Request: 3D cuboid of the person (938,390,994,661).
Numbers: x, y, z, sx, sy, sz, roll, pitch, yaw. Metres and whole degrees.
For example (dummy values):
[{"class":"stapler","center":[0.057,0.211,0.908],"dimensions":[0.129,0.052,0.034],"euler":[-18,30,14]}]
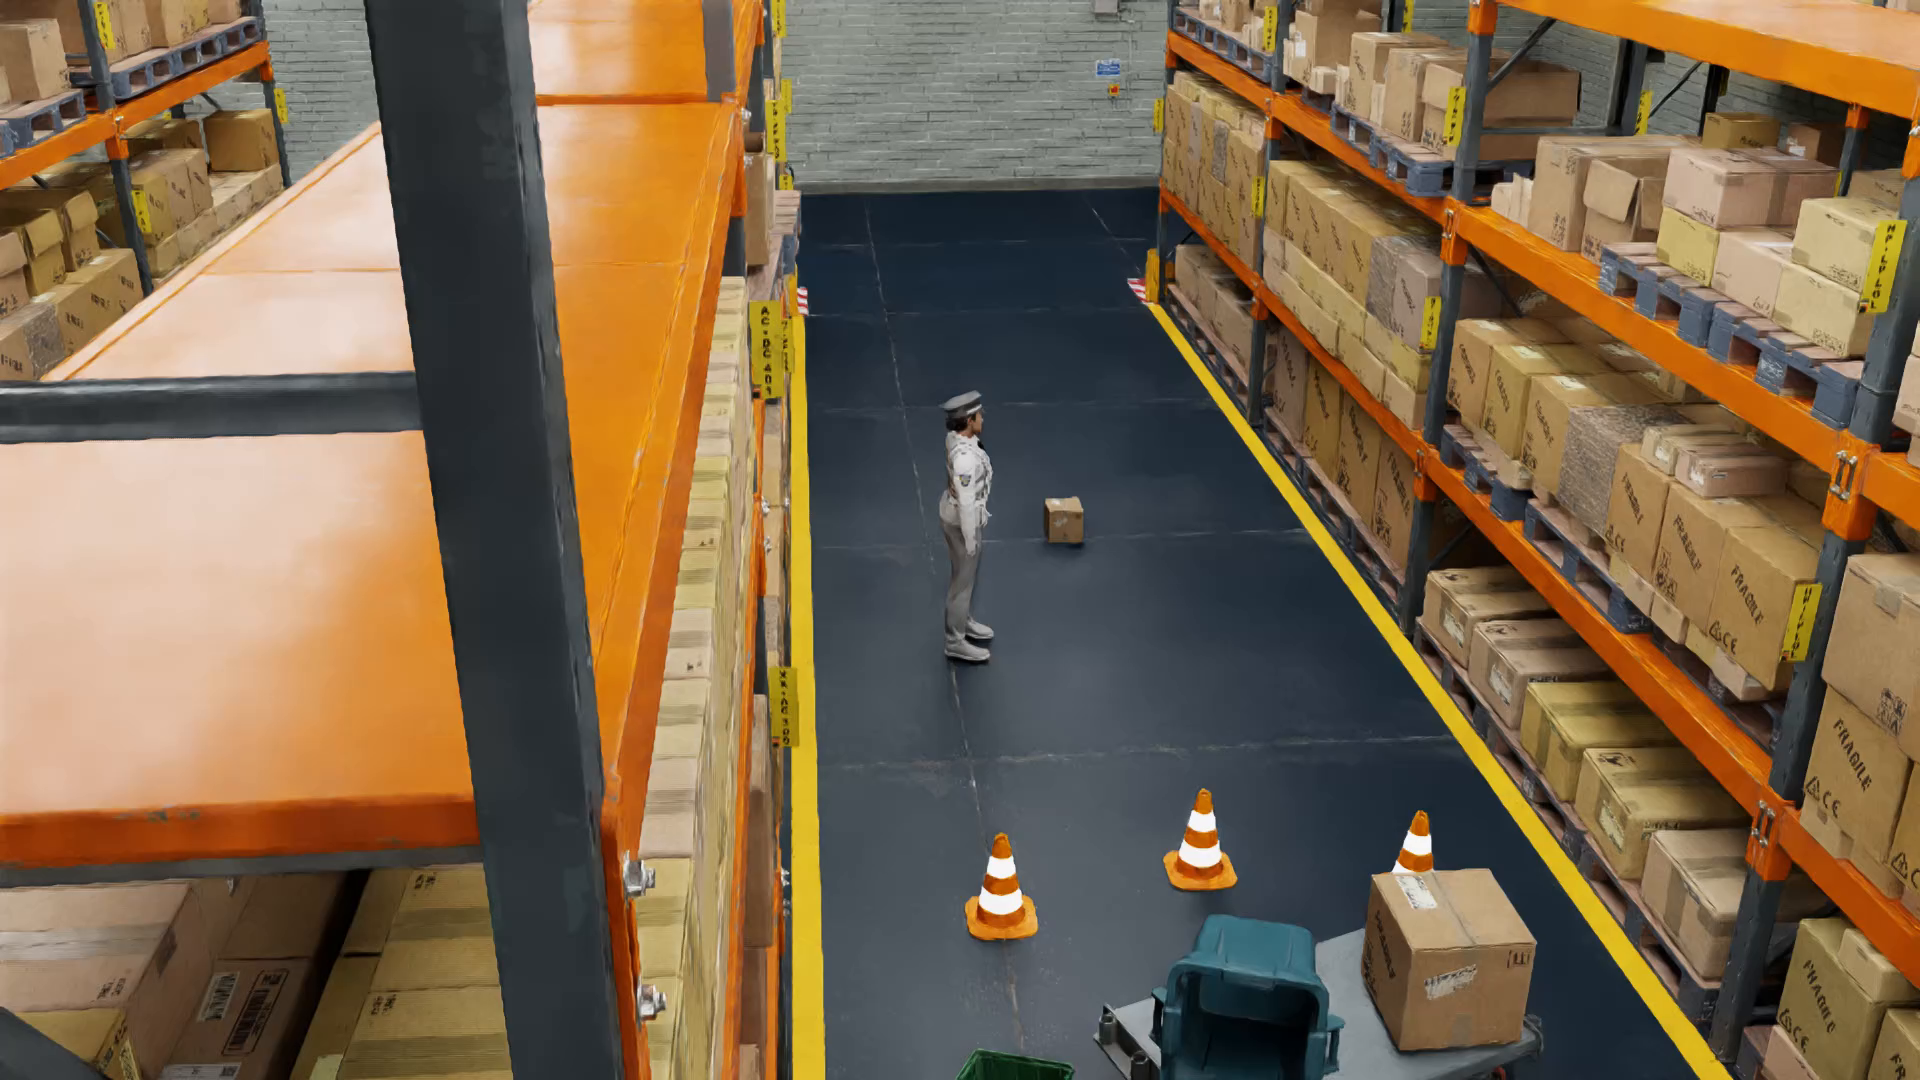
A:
[{"class":"person","center":[0.047,-0.108,10.272],"dimensions":[0.356,1.686,0.520],"euler":[-2,24,-4]}]
